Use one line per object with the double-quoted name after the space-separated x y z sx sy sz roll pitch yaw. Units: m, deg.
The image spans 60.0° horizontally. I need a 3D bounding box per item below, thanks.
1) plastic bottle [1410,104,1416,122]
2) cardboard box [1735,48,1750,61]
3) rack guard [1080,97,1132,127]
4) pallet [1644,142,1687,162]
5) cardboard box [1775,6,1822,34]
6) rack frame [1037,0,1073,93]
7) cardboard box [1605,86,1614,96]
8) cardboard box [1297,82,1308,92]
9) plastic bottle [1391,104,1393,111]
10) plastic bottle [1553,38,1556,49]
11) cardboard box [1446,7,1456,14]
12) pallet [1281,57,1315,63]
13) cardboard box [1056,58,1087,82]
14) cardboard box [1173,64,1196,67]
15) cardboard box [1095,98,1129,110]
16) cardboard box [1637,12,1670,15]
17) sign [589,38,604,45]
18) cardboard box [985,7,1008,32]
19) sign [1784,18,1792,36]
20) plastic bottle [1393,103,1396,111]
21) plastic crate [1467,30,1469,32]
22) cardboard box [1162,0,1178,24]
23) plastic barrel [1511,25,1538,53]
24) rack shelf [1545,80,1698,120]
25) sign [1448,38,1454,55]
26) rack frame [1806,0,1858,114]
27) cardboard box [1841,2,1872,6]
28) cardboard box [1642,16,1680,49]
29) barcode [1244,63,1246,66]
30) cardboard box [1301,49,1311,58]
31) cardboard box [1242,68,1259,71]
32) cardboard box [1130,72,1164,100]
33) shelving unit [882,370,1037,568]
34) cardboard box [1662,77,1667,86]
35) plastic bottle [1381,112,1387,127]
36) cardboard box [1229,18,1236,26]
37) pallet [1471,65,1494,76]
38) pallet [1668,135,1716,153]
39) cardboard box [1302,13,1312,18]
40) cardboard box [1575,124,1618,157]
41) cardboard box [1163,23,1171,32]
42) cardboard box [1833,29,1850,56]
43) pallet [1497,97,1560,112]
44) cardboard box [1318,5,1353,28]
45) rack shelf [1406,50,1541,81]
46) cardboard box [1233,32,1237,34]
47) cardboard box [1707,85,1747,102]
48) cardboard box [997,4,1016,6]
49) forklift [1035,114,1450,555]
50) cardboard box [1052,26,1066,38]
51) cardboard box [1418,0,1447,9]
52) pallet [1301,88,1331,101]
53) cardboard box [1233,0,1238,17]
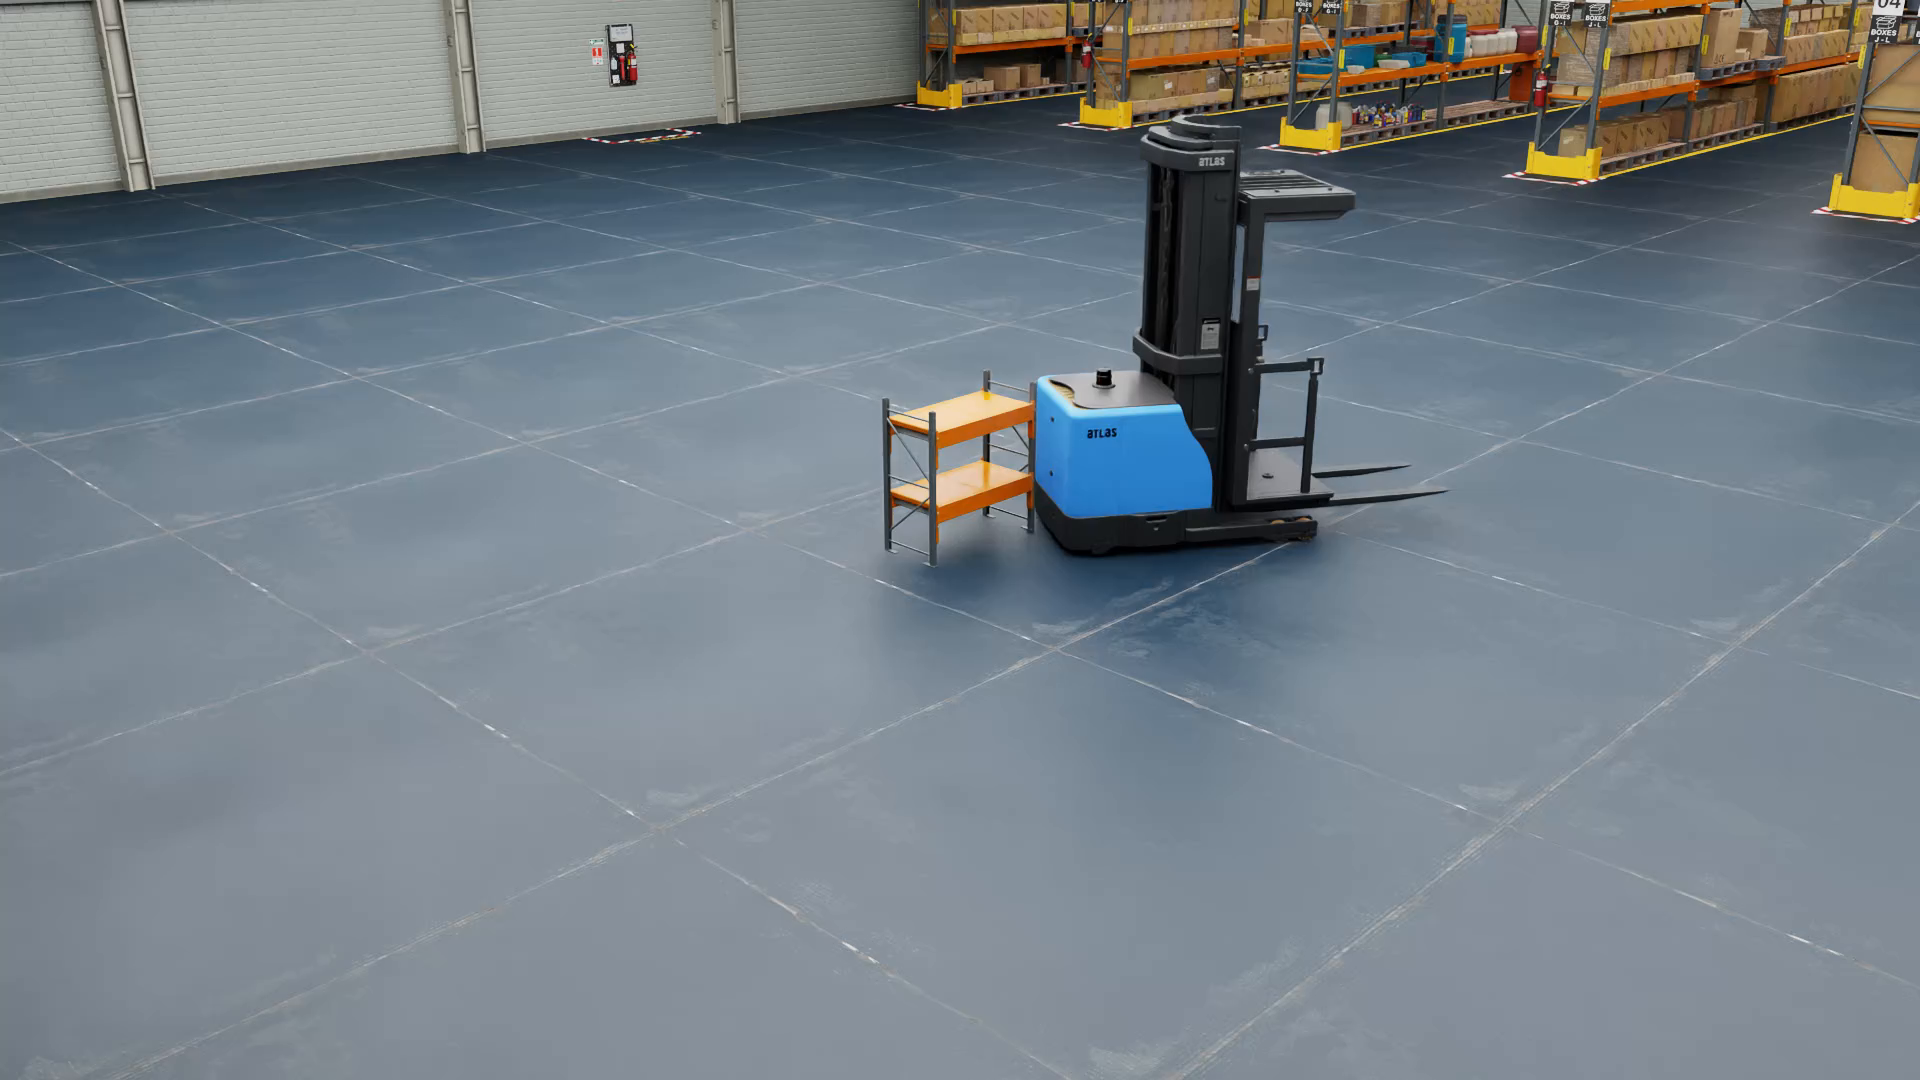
8.993 -8.505 33.101 0.144 0.351 0.185 18 27 38 "plastic bottle"
14.739 -9.249 31.559 0.396 0.266 0.258 18 28 39 "cardboard box"
3.016 -8.863 34.437 1.175 0.500 0.348 19 28 41 "rack guard"
12.475 -7.101 30.255 1.003 0.211 1.213 19 28 41 "pallet"
17.150 -10.652 34.069 0.637 0.503 0.797 -19 28 -40 "cardboard box"
2.271 -12.303 39.903 1.000 3.000 0.127 19 28 41 "rack frame"
10.685 -7.511 27.786 0.380 0.149 0.250 19 28 41 "cardboard box"
7.711 -10.547 38.581 0.500 0.250 0.500 -19 28 -41 "cardboard box"
8.704 -8.672 33.629 0.061 0.283 0.133 19 28 41 "plastic bottle"
13.016 -10.943 36.537 0.152 0.276 0.135 19 28 41 "plastic bottle"
12.310 -13.363 42.520 0.500 0.500 0.500 -20 28 -41 "cardboard box"
9.290 -13.549 47.031 1.003 0.211 1.213 19 28 41 "pallet"
2.773 -11.535 40.775 0.500 0.500 0.700 -19 28 -40 "cardboard box"
4.932 -10.155 36.517 0.500 0.500 0.500 19 28 41 "cardboard box"
3.195 -9.160 34.973 0.500 0.250 0.500 19 28 41 "cardboard box"
12.422 -9.184 29.840 0.500 0.500 0.500 19 28 41 "cardboard box"
-7.038 -9.650 32.212 0.001 0.109 0.331 19 28 41 "sign"
0.746 -11.867 37.905 0.500 0.500 0.500 18 27 39 "cardboard box"
16.104 -9.982 32.361 0.100 0.325 0.005 19 28 41 "sign"
8.833 -8.783 33.935 0.097 0.271 0.097 0 21 0 "plastic bottle"
10.813 -10.543 35.234 0.402 0.464 0.583 19 28 41 "plastic crate"
4.118 -11.085 34.786 0.700 0.500 0.500 19 28 41 "cardboard box"
12.053 -10.720 35.595 0.600 0.536 0.708 19 28 41 "plastic barrel"
11.523 -7.734 29.018 1.077 0.370 4.000 19 28 41 "rack shelf"
9.756 -9.812 33.036 0.100 0.325 0.005 19 28 41 "sign"
18.499 -10.640 35.577 1.000 3.000 0.127 19 28 41 "rack frame"
20.055 -11.768 37.261 0.500 0.500 0.500 18 28 39 "cardboard box"
12.104 -8.794 28.827 0.500 0.500 0.500 19 28 41 "cardboard box"
6.299 -10.512 36.776 0.001 0.075 0.075 19 28 41 "barcode"
9.526 -13.954 47.096 0.700 0.500 0.500 18 27 39 "cardboard box"
6.608 -10.677 38.139 0.500 0.311 0.500 19 28 40 "cardboard box"
3.914 -9.510 34.837 0.500 0.500 0.500 19 28 41 "cardboard box"
0.005 -0.527 11.877 0.538 1.125 1.048 19 28 41 "shelving unit"
12.217 -8.103 29.326 0.380 0.149 0.250 19 28 41 "cardboard box"
8.238 -8.174 32.334 0.133 0.283 0.061 -20 28 -41 "plastic bottle"
5.787 -11.290 36.224 0.380 0.149 0.250 19 28 41 "cardboard box"
13.586 -12.622 44.621 1.003 0.211 1.213 19 28 41 "pallet"
13.460 -7.483 31.248 1.003 0.211 1.213 19 28 41 "pallet"
9.256 -15.011 46.529 0.980 0.700 0.700 18 27 38 "cardboard box"
10.968 -6.903 28.753 0.500 0.500 0.500 -12 24 -28 "cardboard box"
4.180 -10.698 34.684 0.380 0.149 0.250 18 27 39 "cardboard box"
18.368 -10.498 35.068 0.500 0.500 0.500 19 28 41 "cardboard box"
12.680 -9.763 37.181 1.003 0.211 1.213 19 28 41 "pallet"
8.972 -12.525 39.756 0.700 0.500 0.500 9 23 23 "cardboard box"
10.765 -10.002 34.918 1.077 0.370 4.000 19 28 41 "rack shelf"
6.305 -11.273 37.411 0.396 0.266 0.258 18 28 39 "cardboard box"
14.900 -8.682 32.308 0.500 0.250 0.500 -16 26 -36 "cardboard box"
1.079 -12.265 38.940 0.500 0.500 0.500 -19 28 -41 "cardboard box"
2.111 -1.526 11.958 3.031 2.935 1.130 -5 22 -12 "forklift"
2.158 -12.045 39.412 0.500 0.250 0.500 19 28 41 "cardboard box"
11.934 -13.685 41.964 0.500 0.500 0.500 -19 28 -41 "cardboard box"
8.011 -10.589 39.330 1.003 0.211 1.213 19 28 41 "pallet"
7.005 -14.112 44.027 0.500 0.500 0.500 19 28 41 "cardboard box"
